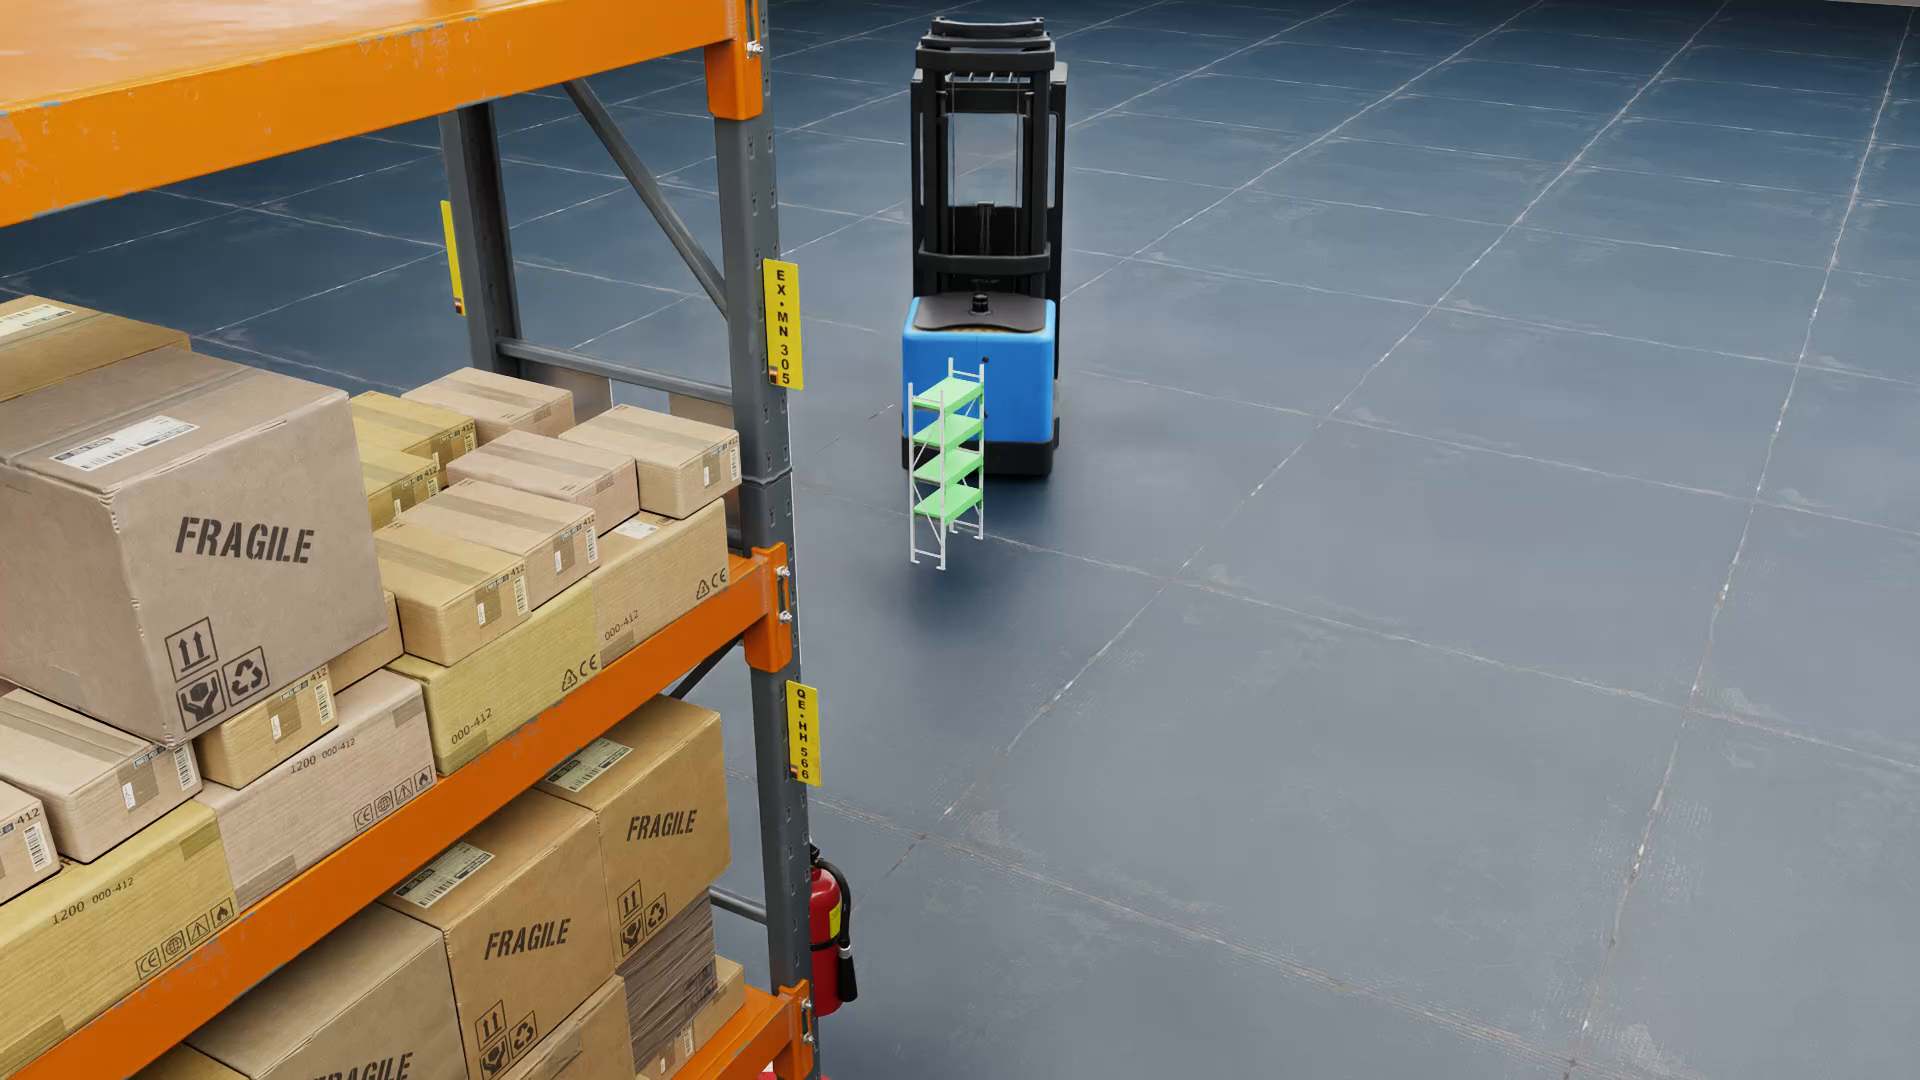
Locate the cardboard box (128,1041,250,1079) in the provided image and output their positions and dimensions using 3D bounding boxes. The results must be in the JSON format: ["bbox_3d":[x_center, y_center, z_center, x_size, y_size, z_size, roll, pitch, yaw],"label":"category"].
[{"bbox_3d":[-1.709,1.302,3.237,0.500,0.500,0.500,14,30,26],"label":"cardboard box"}]

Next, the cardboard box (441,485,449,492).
[{"bbox_3d":[-1.373,-0.069,4.353,0.500,0.250,0.500,15,30,28],"label":"cardboard box"}]

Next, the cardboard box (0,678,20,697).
[{"bbox_3d":[-2.000,0.285,3.200,0.380,0.149,0.250,14,30,26],"label":"cardboard box"}]

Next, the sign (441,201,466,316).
[{"bbox_3d":[-1.384,-0.777,4.624,0.100,0.325,0.005,14,30,26],"label":"sign"}]

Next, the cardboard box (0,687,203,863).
[{"bbox_3d":[-1.598,0.401,2.969,0.380,0.149,0.250,13,29,24],"label":"cardboard box"}]

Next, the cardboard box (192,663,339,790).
[{"bbox_3d":[-1.422,0.304,3.162,0.380,0.149,0.250,13,29,24],"label":"cardboard box"}]

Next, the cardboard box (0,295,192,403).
[{"bbox_3d":[-1.877,-0.149,3.343,0.500,0.500,0.500,14,30,26],"label":"cardboard box"}]

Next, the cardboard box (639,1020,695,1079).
[{"bbox_3d":[-0.995,1.441,4.802,0.380,0.149,0.250,14,30,26],"label":"cardboard box"}]

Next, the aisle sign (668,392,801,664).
[{"bbox_3d":[-0.619,-0.046,4.587,0.394,0.787,0.004,14,30,26],"label":"aisle sign"}]

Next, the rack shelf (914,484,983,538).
[{"bbox_3d":[-0.081,-0.200,10.489,0.258,0.148,0.480,14,30,26],"label":"rack shelf"}]

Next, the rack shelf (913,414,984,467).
[{"bbox_3d":[-0.081,-0.629,10.274,0.258,0.148,0.480,14,30,26],"label":"rack shelf"}]

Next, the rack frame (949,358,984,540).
[{"bbox_3d":[0.039,-0.567,10.543,0.240,1.200,0.015,14,30,26],"label":"rack frame"}]

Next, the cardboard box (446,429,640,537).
[{"bbox_3d":[-1.006,-0.125,4.021,0.380,0.149,0.250,13,29,24],"label":"cardboard box"}]

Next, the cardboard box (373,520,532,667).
[{"bbox_3d":[-1.148,0.108,3.554,0.380,0.149,0.250,14,30,26],"label":"cardboard box"}]

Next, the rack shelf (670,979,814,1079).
[{"bbox_3d":[-1.895,2.176,3.856,1.077,0.370,4.000,14,30,26],"label":"rack shelf"}]

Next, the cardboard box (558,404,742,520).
[{"bbox_3d":[-0.776,-0.201,4.172,0.380,0.149,0.250,14,30,26],"label":"cardboard box"}]

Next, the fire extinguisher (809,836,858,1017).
[{"bbox_3d":[-0.454,1.166,5.156,0.296,0.674,0.183,14,30,26],"label":"fire extinguisher"}]

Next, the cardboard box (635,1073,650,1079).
[{"bbox_3d":[-1.073,1.550,4.584,0.380,0.149,0.250,14,30,26],"label":"cardboard box"}]

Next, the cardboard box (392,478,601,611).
[{"bbox_3d":[-1.045,0.005,3.760,0.380,0.149,0.250,13,29,24],"label":"cardboard box"}]

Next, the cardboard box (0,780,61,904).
[{"bbox_3d":[-1.745,0.498,2.776,0.380,0.149,0.250,15,30,27],"label":"cardboard box"}]

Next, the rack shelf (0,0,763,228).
[{"bbox_3d":[-1.895,-0.505,2.514,1.077,0.370,4.000,14,30,26],"label":"rack shelf"}]

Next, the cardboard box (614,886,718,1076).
[{"bbox_3d":[-1.206,1.105,4.747,0.875,0.500,0.500,14,30,26],"label":"cardboard box"}]

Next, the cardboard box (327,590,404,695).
[{"bbox_3d":[-1.378,0.177,3.416,0.380,0.149,0.250,15,30,27],"label":"cardboard box"}]

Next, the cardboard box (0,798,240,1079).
[{"bbox_3d":[-1.673,0.634,2.948,0.500,0.250,0.500,14,30,25],"label":"cardboard box"}]

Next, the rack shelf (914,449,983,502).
[{"bbox_3d":[-0.081,-0.415,10.381,0.258,0.148,0.480,14,30,26],"label":"rack shelf"}]

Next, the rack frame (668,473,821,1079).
[{"bbox_3d":[-0.911,1.075,5.252,1.000,3.000,0.127,14,30,26],"label":"rack frame"}]

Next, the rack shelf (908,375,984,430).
[{"bbox_3d":[-0.081,-0.844,10.166,0.258,0.148,0.480,14,30,26],"label":"rack shelf"}]

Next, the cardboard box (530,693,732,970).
[{"bbox_3d":[-0.967,0.719,4.403,0.500,0.500,0.500,14,30,26],"label":"cardboard box"}]

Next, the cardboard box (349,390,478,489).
[{"bbox_3d":[-1.460,-0.242,4.253,0.380,0.149,0.250,15,30,27],"label":"cardboard box"}]

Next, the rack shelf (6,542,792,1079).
[{"bbox_3d":[-1.895,0.834,3.185,1.077,0.370,4.000,14,30,26],"label":"rack shelf"}]

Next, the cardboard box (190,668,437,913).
[{"bbox_3d":[-1.430,0.437,3.342,0.500,0.250,0.500,15,30,27],"label":"cardboard box"}]

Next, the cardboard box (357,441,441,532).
[{"bbox_3d":[-1.477,-0.116,4.002,0.380,0.149,0.250,14,30,25],"label":"cardboard box"}]

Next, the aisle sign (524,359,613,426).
[{"bbox_3d":[-1.142,-0.178,4.851,0.394,0.787,0.004,14,30,26],"label":"aisle sign"}]

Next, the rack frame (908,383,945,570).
[{"bbox_3d":[-0.201,-0.377,10.163,0.240,1.200,0.015,14,30,26],"label":"rack frame"}]

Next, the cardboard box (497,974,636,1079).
[{"bbox_3d":[-1.347,1.326,4.305,0.875,0.500,0.500,14,30,26],"label":"cardboard box"}]

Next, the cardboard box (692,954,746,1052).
[{"bbox_3d":[-0.872,1.343,4.996,0.380,0.149,0.250,14,30,26],"label":"cardboard box"}]

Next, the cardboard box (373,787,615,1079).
[{"bbox_3d":[-1.208,0.915,4.011,0.500,0.500,0.500,14,30,26],"label":"cardboard box"}]

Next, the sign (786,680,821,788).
[{"bbox_3d":[-0.438,0.546,4.663,0.100,0.325,0.005,14,30,26],"label":"sign"}]

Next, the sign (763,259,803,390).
[{"bbox_3d":[-0.438,-0.533,4.123,0.100,0.325,0.005,14,30,26],"label":"sign"}]

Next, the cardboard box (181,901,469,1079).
[{"bbox_3d":[-1.456,1.109,3.623,0.500,0.500,0.500,14,30,26],"label":"cardboard box"}]

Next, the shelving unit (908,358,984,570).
[{"bbox_3d":[-0.081,-0.472,10.353,0.258,1.200,0.503,14,30,26],"label":"shelving unit"}]

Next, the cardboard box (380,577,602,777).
[{"bbox_3d":[-1.170,0.239,3.737,0.500,0.250,0.500,14,30,26],"label":"cardboard box"}]

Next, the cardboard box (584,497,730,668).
[{"bbox_3d":[-0.927,0.044,4.127,0.500,0.250,0.500,15,30,27],"label":"cardboard box"}]

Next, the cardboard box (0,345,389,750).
[{"bbox_3d":[-1.453,-0.008,3.062,0.500,0.500,0.500,14,30,26],"label":"cardboard box"}]

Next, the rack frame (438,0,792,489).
[{"bbox_3d":[-0.911,-1.608,3.909,1.000,3.000,0.127,14,30,26],"label":"rack frame"}]

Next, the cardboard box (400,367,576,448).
[{"bbox_3d":[-1.248,-0.322,4.413,0.380,0.149,0.250,14,30,26],"label":"cardboard box"}]

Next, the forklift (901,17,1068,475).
[{"bbox_3d":[0.215,-2.383,12.236,1.130,2.935,3.031,2,27,4],"label":"forklift"}]
